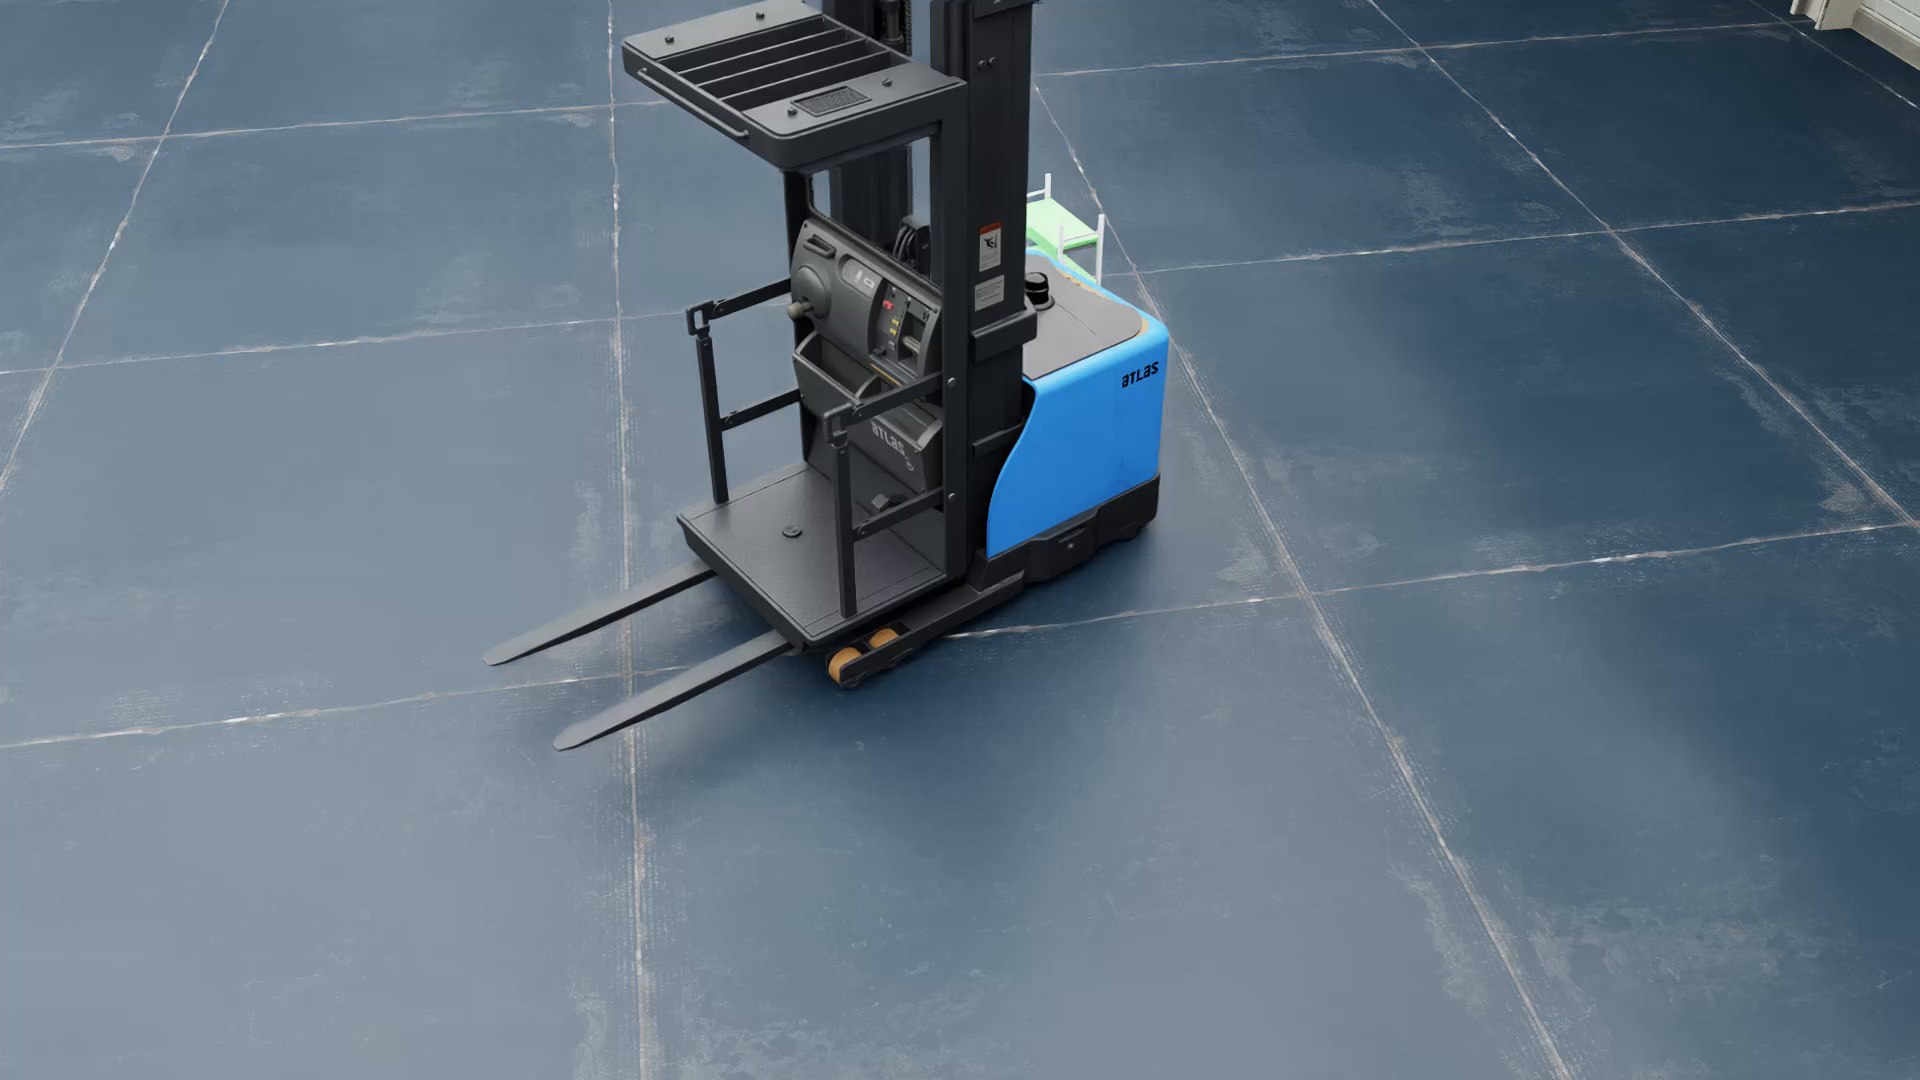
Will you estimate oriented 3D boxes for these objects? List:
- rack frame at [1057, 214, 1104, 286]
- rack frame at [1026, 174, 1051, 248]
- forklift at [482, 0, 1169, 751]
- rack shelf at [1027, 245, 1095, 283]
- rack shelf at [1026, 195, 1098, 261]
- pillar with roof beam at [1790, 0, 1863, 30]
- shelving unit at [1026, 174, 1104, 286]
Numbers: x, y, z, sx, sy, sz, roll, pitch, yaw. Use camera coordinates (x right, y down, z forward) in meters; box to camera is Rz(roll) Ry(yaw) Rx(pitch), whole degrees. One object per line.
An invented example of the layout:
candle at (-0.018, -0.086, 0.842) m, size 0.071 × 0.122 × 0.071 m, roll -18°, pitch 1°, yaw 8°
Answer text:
rack frame at (0.563, -1.007, 8.068) m, size 0.240 × 1.200 × 0.015 m, roll -18°, pitch 41°, yaw -22°
rack frame at (0.332, -1.271, 8.408) m, size 0.240 × 1.200 × 0.015 m, roll -18°, pitch 41°, yaw -22°
forklift at (-0.548, -0.909, 6.531) m, size 3.031 × 2.935 × 1.130 m, roll -26°, pitch 45°, yaw -29°
rack shelf at (0.448, -1.278, 8.130) m, size 0.258 × 0.148 × 0.480 m, roll -18°, pitch 41°, yaw -22°
rack shelf at (0.448, -1.468, 7.983) m, size 0.258 × 0.148 × 0.480 m, roll -18°, pitch 41°, yaw -22°
pillar with roof beam at (2.487, -7.152, 9.621) m, size 9.100 × 9.000 × 0.400 m, roll -6°, pitch 38°, yaw -8°
shelving unit at (0.448, -1.139, 8.238) m, size 0.258 × 1.200 × 0.503 m, roll -18°, pitch 41°, yaw -22°
